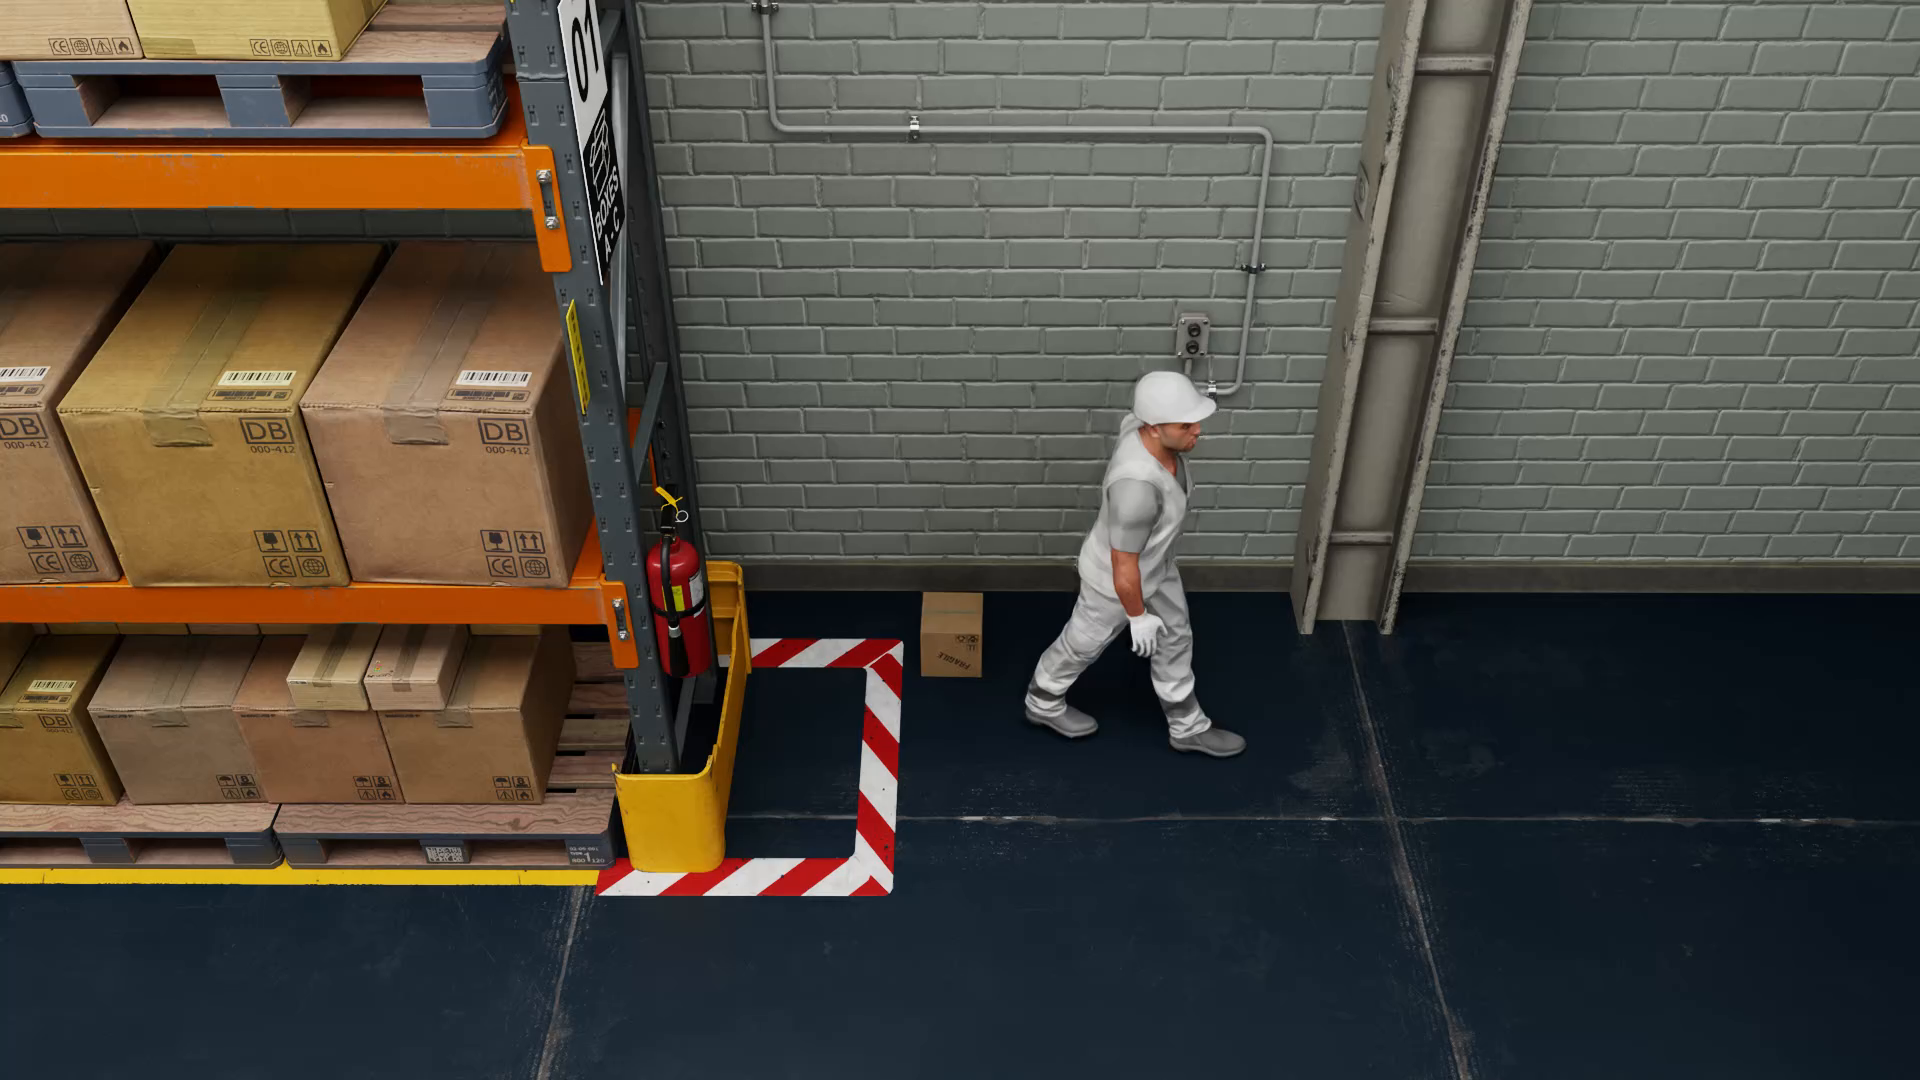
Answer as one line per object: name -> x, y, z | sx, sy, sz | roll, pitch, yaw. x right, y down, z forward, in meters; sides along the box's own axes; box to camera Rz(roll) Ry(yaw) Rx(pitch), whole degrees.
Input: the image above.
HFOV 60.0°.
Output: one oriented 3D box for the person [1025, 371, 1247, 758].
person -> 0.659, 0.126, 5.971 | 0.860, 1.755, 0.576 | 15, 42, 18
